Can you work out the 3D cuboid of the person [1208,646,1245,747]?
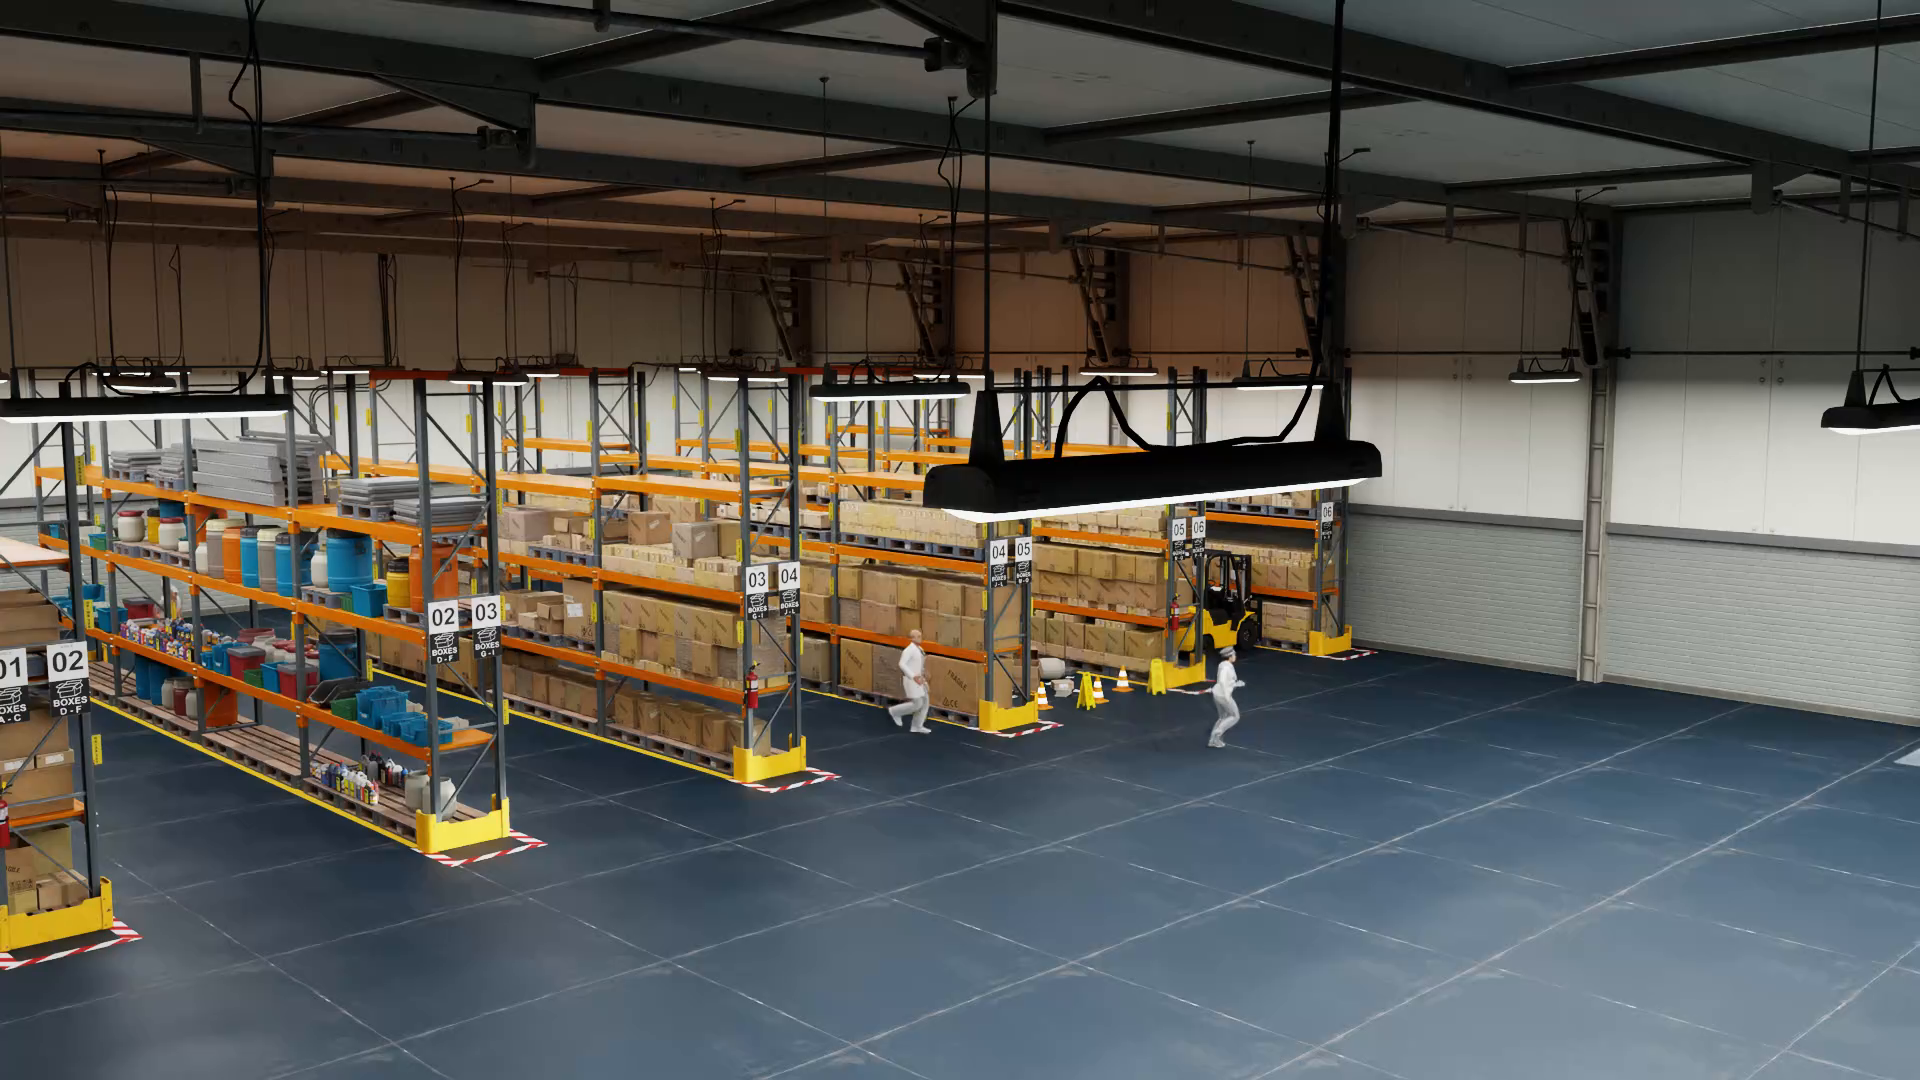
[{"bbox_3d":[4.307,2.514,26.644,0.629,1.625,0.619,-1,6,-7],"label":"person"}]

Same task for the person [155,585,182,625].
[{"bbox_3d":[-16.013,1.727,33.636,0.805,1.685,0.669,2,7,17],"label":"person"}]

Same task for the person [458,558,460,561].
[{"bbox_3d":[-11.567,1.231,37.704,0.790,1.710,0.657,3,7,22],"label":"person"}]

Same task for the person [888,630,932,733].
[{"bbox_3d":[-0.825,2.353,27.705,0.755,1.732,0.728,2,7,21],"label":"person"}]
